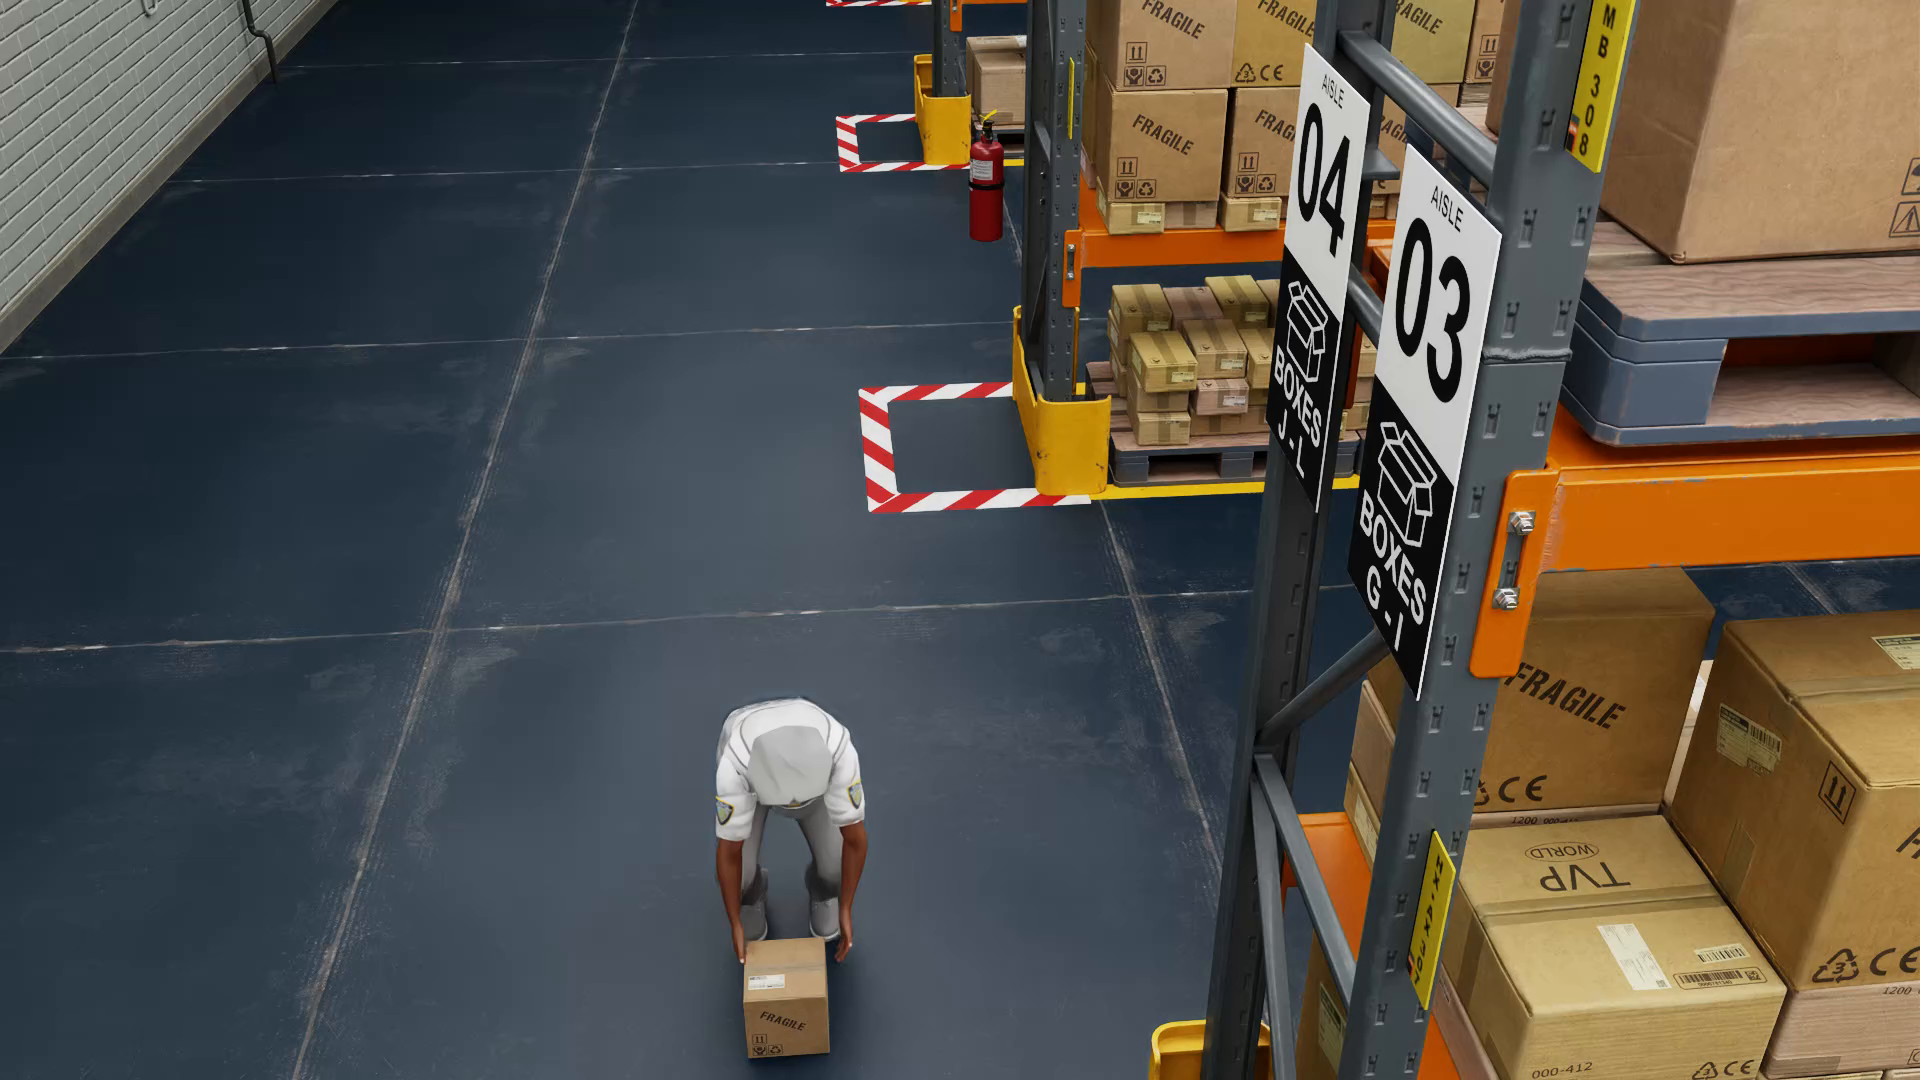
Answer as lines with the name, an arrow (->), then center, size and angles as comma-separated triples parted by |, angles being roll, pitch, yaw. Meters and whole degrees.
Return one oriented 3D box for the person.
person -> -0.544, 0.881, 5.273 | 0.490, 1.057, 0.841 | -3, 31, -5
